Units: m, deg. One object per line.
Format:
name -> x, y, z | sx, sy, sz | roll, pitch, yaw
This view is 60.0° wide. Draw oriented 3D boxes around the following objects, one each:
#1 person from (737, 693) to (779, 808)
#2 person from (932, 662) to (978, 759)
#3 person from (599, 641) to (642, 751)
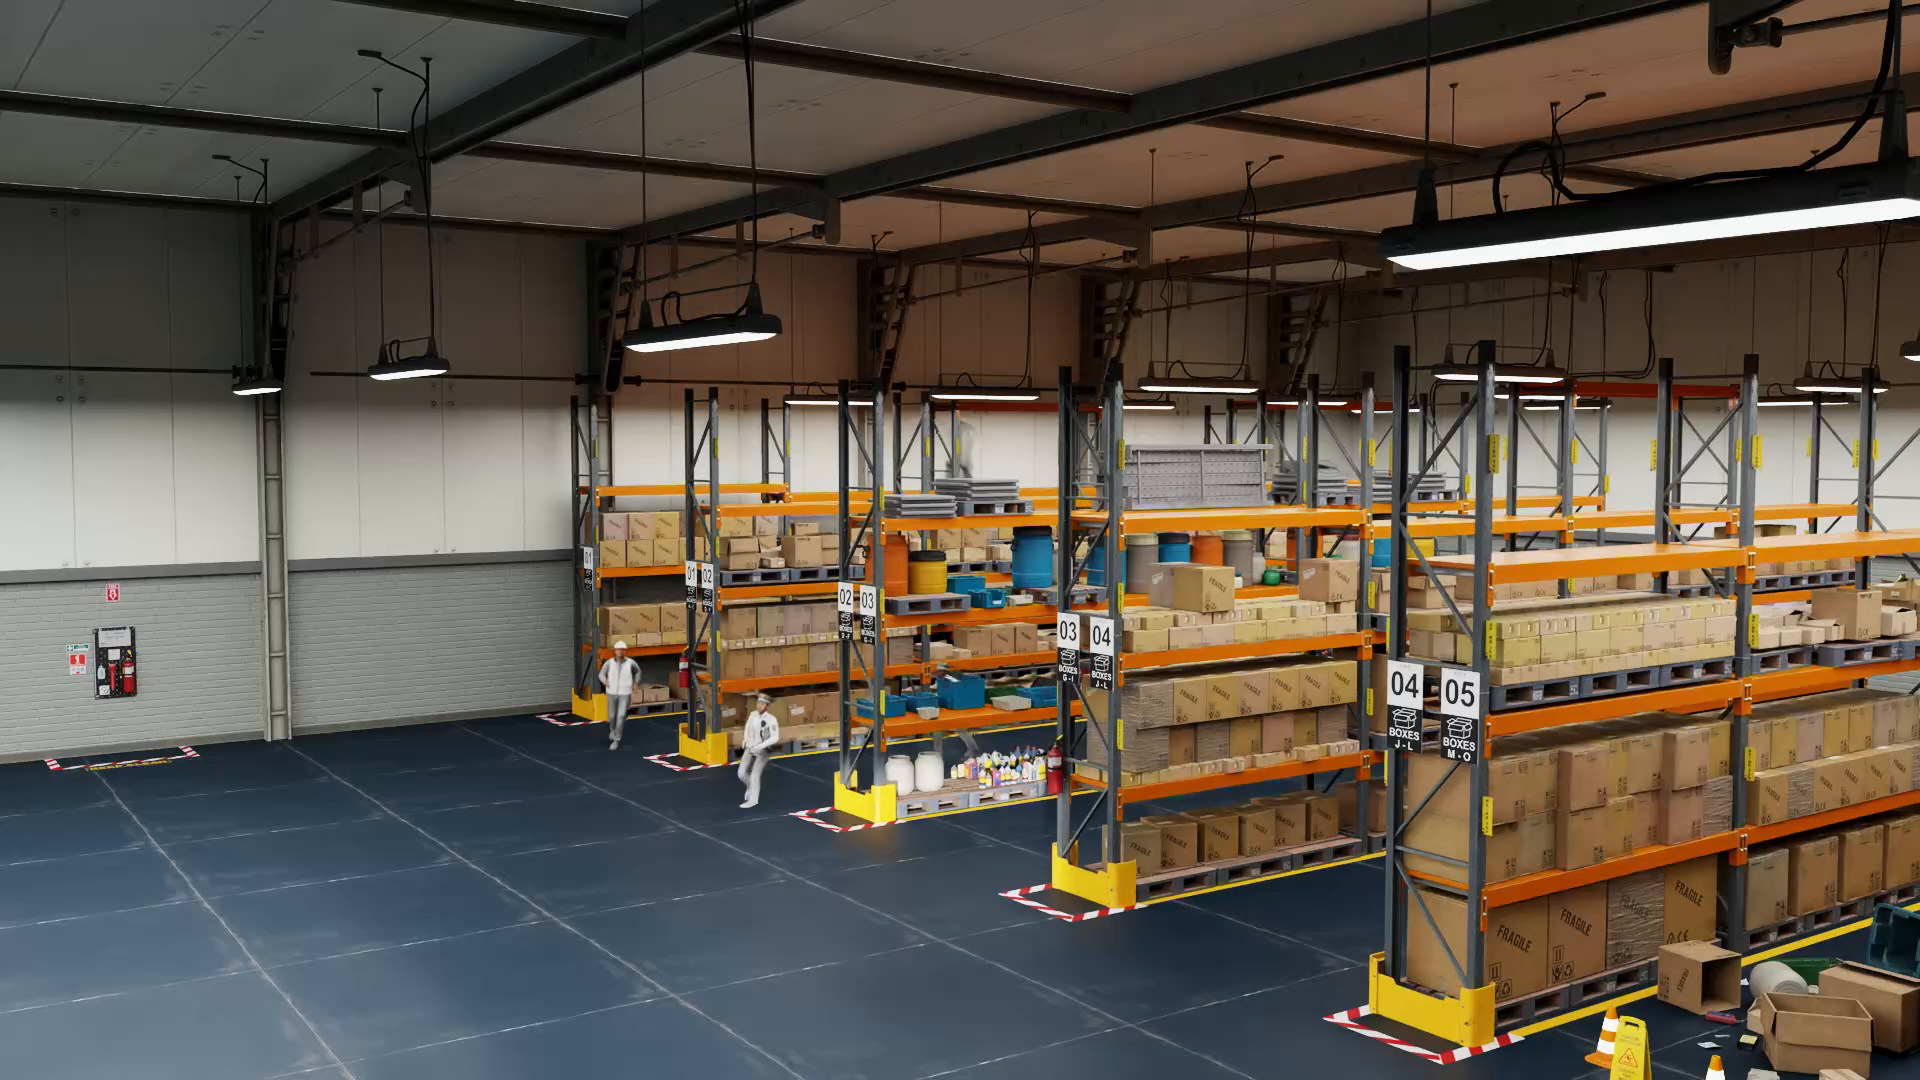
person -> -2.817, 2.952, 23.263 | 0.638, 1.644, 0.486 | 2, 4, 25
person -> -0.093, 2.754, 26.509 | 0.576, 1.699, 0.908 | 3, 5, 44
person -> -5.735, 2.590, 28.005 | 0.699, 1.780, 0.969 | 0, 3, -4
